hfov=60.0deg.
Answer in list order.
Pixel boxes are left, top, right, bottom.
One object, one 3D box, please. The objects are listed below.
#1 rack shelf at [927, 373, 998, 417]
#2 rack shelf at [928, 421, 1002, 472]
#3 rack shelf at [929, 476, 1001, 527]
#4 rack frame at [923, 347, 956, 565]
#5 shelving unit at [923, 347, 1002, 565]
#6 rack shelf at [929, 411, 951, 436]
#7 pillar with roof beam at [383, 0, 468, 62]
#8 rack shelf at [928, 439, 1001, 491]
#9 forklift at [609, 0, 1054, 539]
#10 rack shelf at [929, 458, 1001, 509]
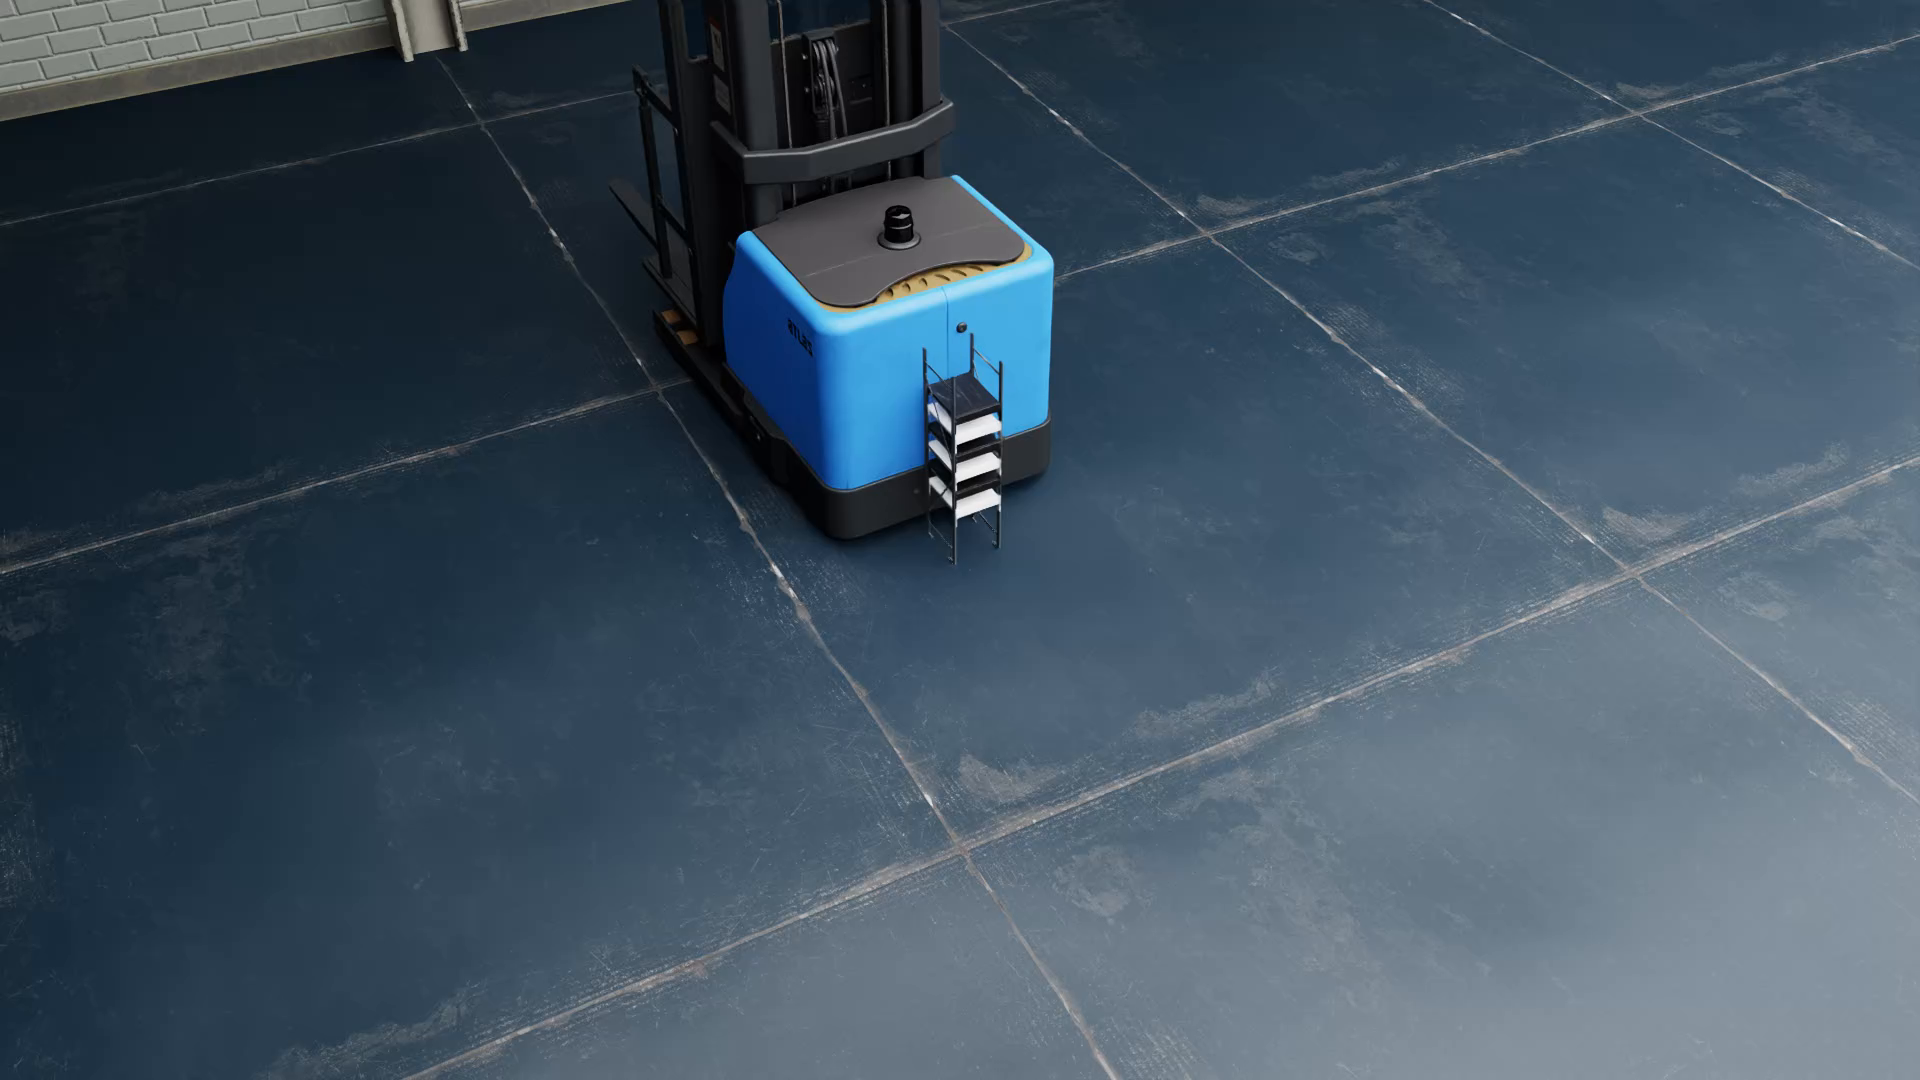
[{"bbox_3d":[0.010,-0.539,6.292,0.190,0.026,0.221,-20,44,-22],"label":"rack shelf"},{"bbox_3d":[0.011,-0.387,6.422,0.200,0.077,0.258,-20,44,-22],"label":"rack shelf"},{"bbox_3d":[0.012,-0.181,6.597,0.200,0.077,0.258,-20,44,-22],"label":"rack shelf"},{"bbox_3d":[-0.077,-0.311,6.421,0.006,0.900,0.240,-20,44,-22],"label":"rack frame"},{"bbox_3d":[0.009,-0.343,6.458,0.205,0.900,0.258,-20,44,-22],"label":"shelving unit"},{"bbox_3d":[0.011,-0.467,6.354,0.184,0.015,0.199,-20,44,-22],"label":"rack shelf"},{"bbox_3d":[-1.320,-4.052,4.571,0.400,9.000,9.100,-19,44,-21],"label":"pillar with roof beam"},{"bbox_3d":[0.011,-0.318,6.480,0.200,0.077,0.258,-20,44,-22],"label":"rack shelf"},{"bbox_3d":[-0.783,-2.037,6.937,1.129,2.867,3.031,-20,44,-22],"label":"forklift"},{"bbox_3d":[0.012,-0.250,6.539,0.200,0.077,0.258,-20,44,-22],"label":"rack shelf"}]
